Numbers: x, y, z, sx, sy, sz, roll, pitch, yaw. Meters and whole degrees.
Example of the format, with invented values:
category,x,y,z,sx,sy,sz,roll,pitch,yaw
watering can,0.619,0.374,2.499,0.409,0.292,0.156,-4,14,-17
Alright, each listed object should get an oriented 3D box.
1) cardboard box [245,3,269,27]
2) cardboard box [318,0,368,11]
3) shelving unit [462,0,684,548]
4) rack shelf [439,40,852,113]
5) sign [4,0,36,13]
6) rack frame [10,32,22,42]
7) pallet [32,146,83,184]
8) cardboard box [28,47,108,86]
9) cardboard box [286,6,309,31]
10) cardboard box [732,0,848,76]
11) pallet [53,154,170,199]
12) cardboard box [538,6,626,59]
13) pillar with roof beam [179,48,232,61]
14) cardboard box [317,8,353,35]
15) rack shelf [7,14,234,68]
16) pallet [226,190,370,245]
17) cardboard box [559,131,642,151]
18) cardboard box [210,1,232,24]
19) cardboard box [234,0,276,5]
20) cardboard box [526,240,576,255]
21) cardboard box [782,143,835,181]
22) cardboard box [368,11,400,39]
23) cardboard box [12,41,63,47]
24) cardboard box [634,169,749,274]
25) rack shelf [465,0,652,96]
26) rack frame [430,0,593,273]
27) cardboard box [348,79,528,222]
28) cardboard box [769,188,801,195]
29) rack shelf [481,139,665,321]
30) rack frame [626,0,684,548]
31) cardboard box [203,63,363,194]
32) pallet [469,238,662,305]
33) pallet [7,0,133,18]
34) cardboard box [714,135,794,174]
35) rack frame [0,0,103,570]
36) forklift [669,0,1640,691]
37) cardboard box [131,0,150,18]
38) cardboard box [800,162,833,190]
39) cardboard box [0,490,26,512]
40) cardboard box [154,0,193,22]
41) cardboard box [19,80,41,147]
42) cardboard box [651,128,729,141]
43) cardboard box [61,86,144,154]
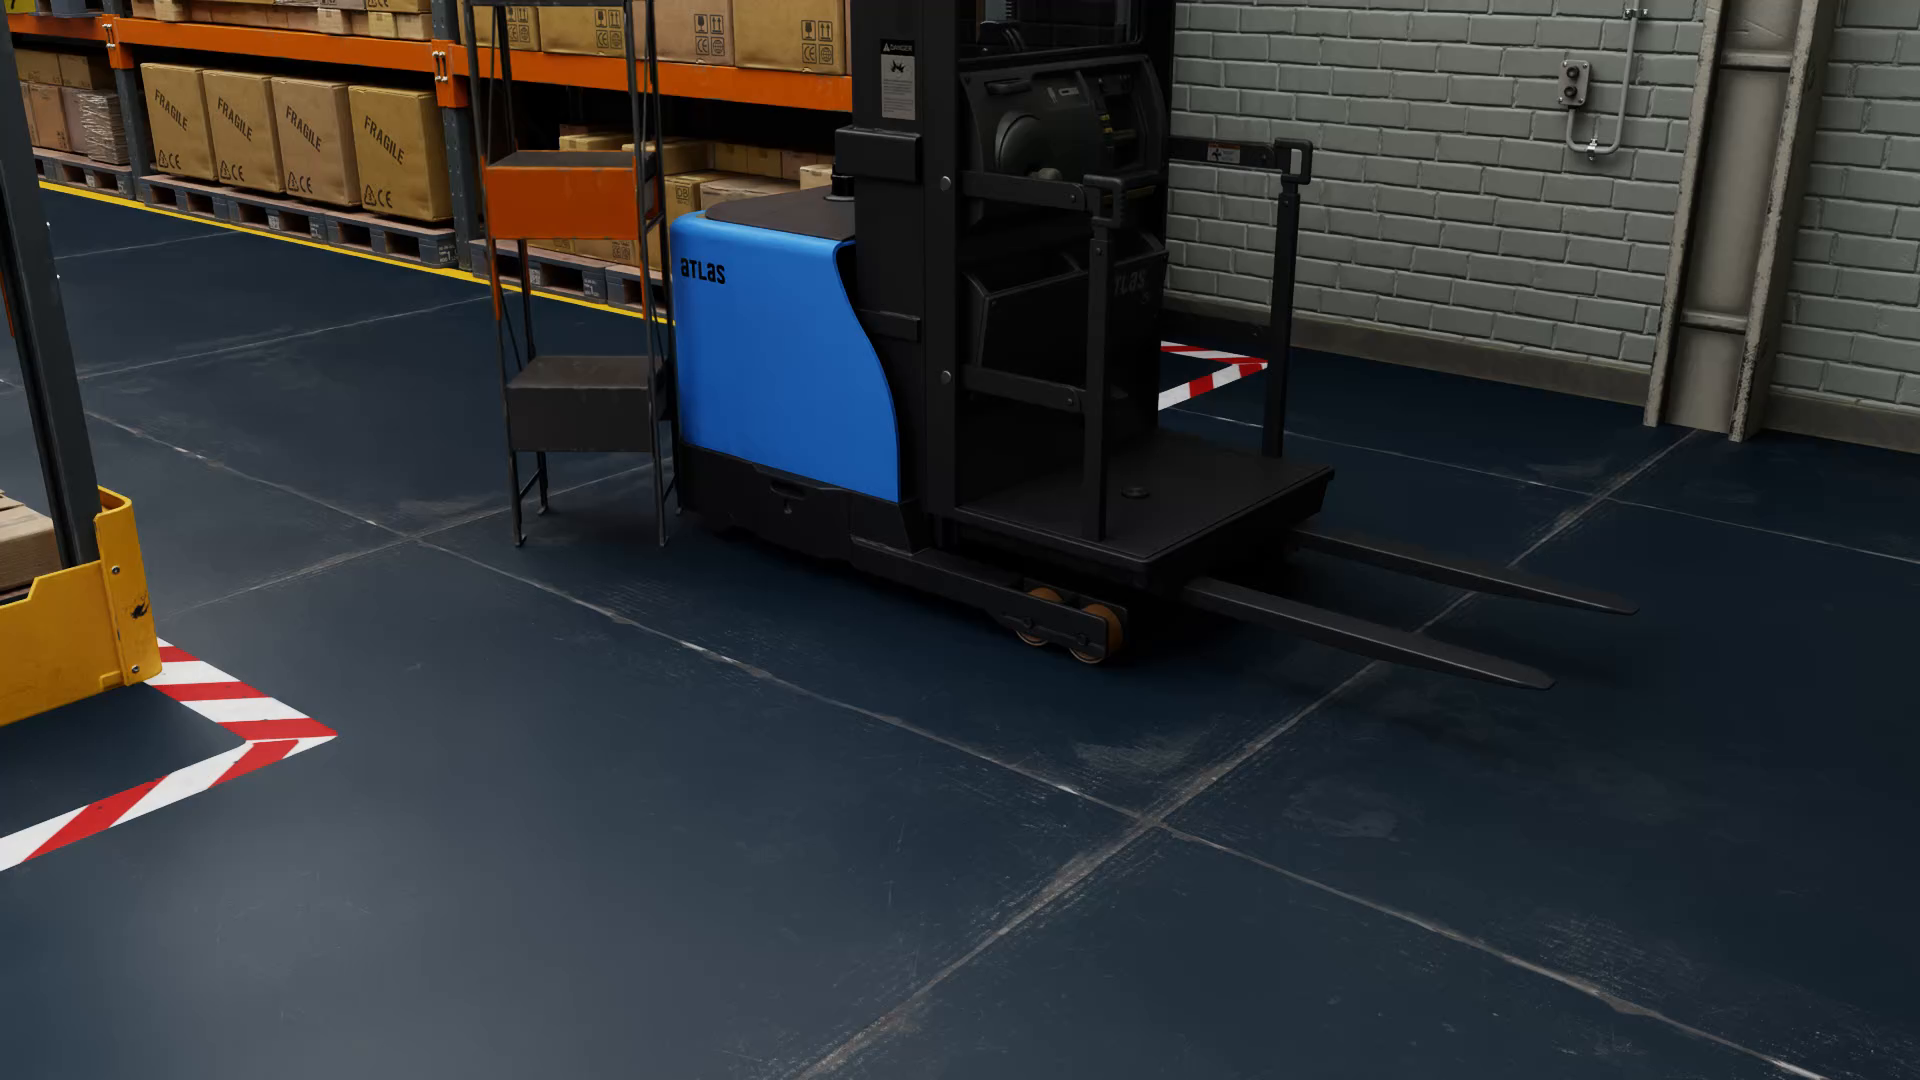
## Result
category,x,y,z,sx,sy,sz,roll,pitch,yaw
cardboard box,-4.431,-3.450,10.894,0.250,0.149,0.380,16,26,37
cardboard box,-3.554,-3.482,10.060,0.500,0.500,0.500,16,26,37
shelving unit,-1.242,-1.029,5.418,0.503,2.100,0.431,0,21,0
rack shelf,-1.086,-2.359,8.692,4.000,0.370,1.077,16,26,36
sign,-2.323,-1.448,4.030,0.005,0.325,0.100,16,26,36
rack frame,-8.834,-4.927,14.482,0.127,3.000,1.000,16,26,36
pallet,-7.280,-3.177,13.793,1.213,0.211,1.003,16,26,36
cardboard box,-7.129,-3.825,13.418,0.500,0.250,0.500,16,26,36
cardboard box,-4.033,-3.327,10.568,0.250,0.149,0.380,15,25,35
cardboard box,-0.509,-2.660,8.046,0.700,0.700,0.980,16,26,36
pallet,-6.339,-2.904,13.071,1.213,0.211,1.003,16,26,36
cardboard box,-1.664,-2.992,8.927,0.700,0.700,0.980,15,25,35
pillar with roof beam,-8.917,-6.191,9.332,0.400,9.000,9.100,16,26,36
cardboard box,-3.701,-3.195,10.216,0.250,0.149,0.380,16,26,36
rack shelf,-7.284,-4.144,13.425,4.000,0.370,1.077,16,26,36
pallet,-4.231,-2.261,11.364,1.213,0.211,1.003,16,26,36
cardboard box,-1.971,-2.151,9.149,0.250,0.149,0.380,17,27,38
cardboard box,-4.805,-3.570,11.213,0.250,0.149,0.380,17,26,37
cardboard box,-4.328,-3.707,10.655,0.500,0.500,0.500,17,27,38
cardboard box,-2.121,-1.974,9.599,0.500,0.500,0.700,16,26,37
cardboard box,-0.703,-1.961,8.645,0.250,0.149,0.380,17,26,37
cardboard box,-3.287,-3.082,9.916,0.250,0.149,0.380,17,26,37
cardboard box,-7.910,-4.057,14.031,0.500,0.250,0.500,15,26,35
cardboard box,-1.338,-1.746,8.994,0.500,0.500,0.700,17,26,37
rack shelf,-1.240,-1.671,5.175,0.480,0.518,0.431,0,21,0
rack frame,-2.636,-3.142,9.749,0.127,3.000,1.000,16,26,36
cardboard box,-3.222,-2.442,10.344,0.750,0.750,0.750,16,26,37
cardboard box,-0.530,-1.517,8.387,0.500,0.500,0.700,16,26,36
rack shelf,-1.242,-1.016,5.422,0.480,0.518,0.431,0,21,0
rack frame,-0.998,-1.027,5.416,0.015,2.100,0.400,0,21,0
cardboard box,-4.573,-2.828,11.367,0.750,0.750,0.750,16,26,36
pallet,-2.096,-1.646,9.734,1.213,0.211,1.003,16,26,36
pallet,-6.354,-4.074,12.493,1.003,0.211,1.213,16,26,36
cardboard box,-1.098,-2.074,8.946,0.250,0.149,0.380,16,26,35
rack frame,-2.666,-0.894,3.789,0.127,3.000,1.000,16,26,36
forklift,0.485,-1.229,4.774,3.031,2.935,1.130,16,26,37
cardboard box,-5.626,-3.789,11.793,0.250,0.149,0.380,16,26,36
cardboard box,-0.556,-1.744,8.071,0.250,0.149,0.380,17,26,38
cardboard box,-2.967,-0.018,4.856,0.250,0.166,0.380,16,26,36
cardboard box,-5.284,-3.648,11.419,0.250,0.149,0.380,17,27,38
cardboard box,-7.451,-3.577,13.821,0.500,0.500,0.700,16,26,37
cardboard box,-1.494,-2.188,9.248,0.250,0.149,0.380,15,25,35
cardboard box,-6.651,-3.364,13.256,0.500,0.500,0.700,16,26,36
